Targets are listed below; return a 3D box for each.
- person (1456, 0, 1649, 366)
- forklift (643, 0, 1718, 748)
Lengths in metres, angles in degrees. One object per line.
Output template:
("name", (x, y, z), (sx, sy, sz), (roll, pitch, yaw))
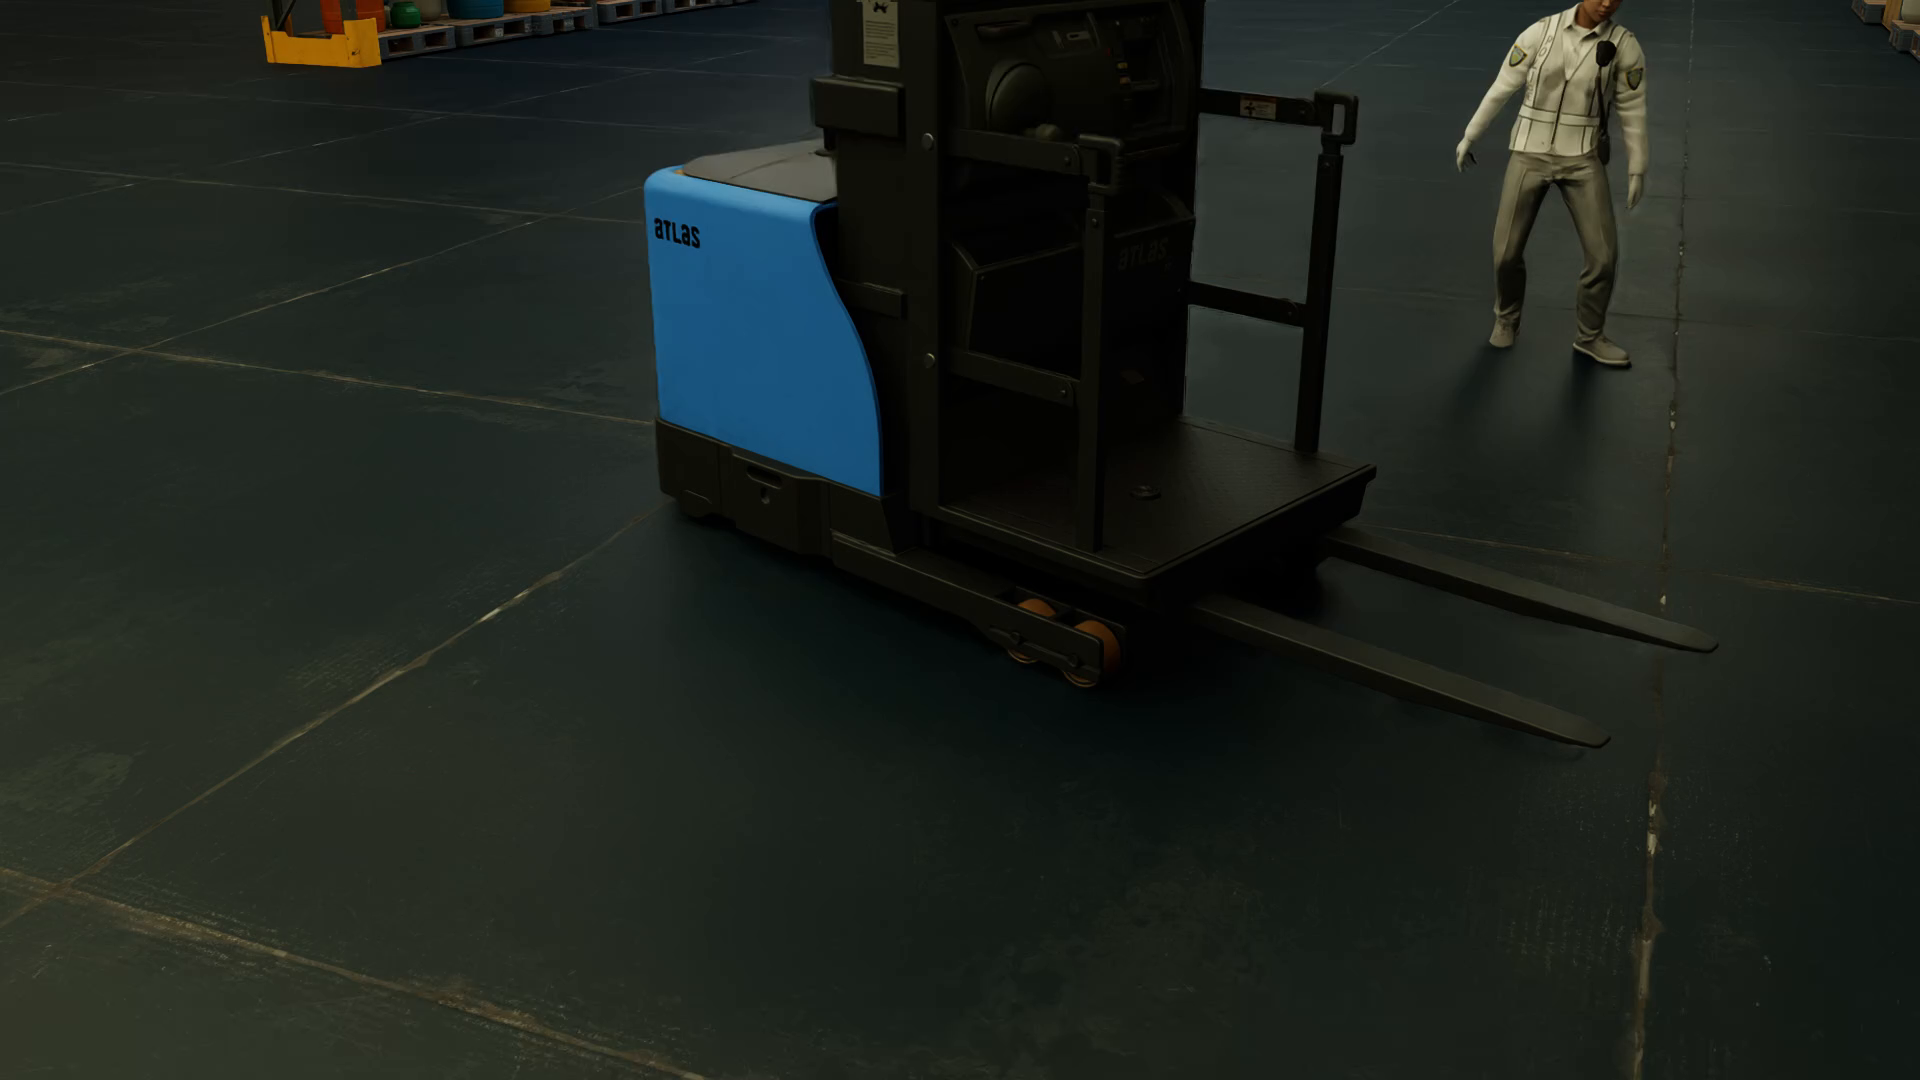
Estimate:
("person", (2.418, -1.525, 6.739), (0.813, 1.648, 0.452), (12, 26, 26))
("forklift", (0.461, -1.207, 4.179), (3.031, 2.935, 1.130), (20, 30, 39))
